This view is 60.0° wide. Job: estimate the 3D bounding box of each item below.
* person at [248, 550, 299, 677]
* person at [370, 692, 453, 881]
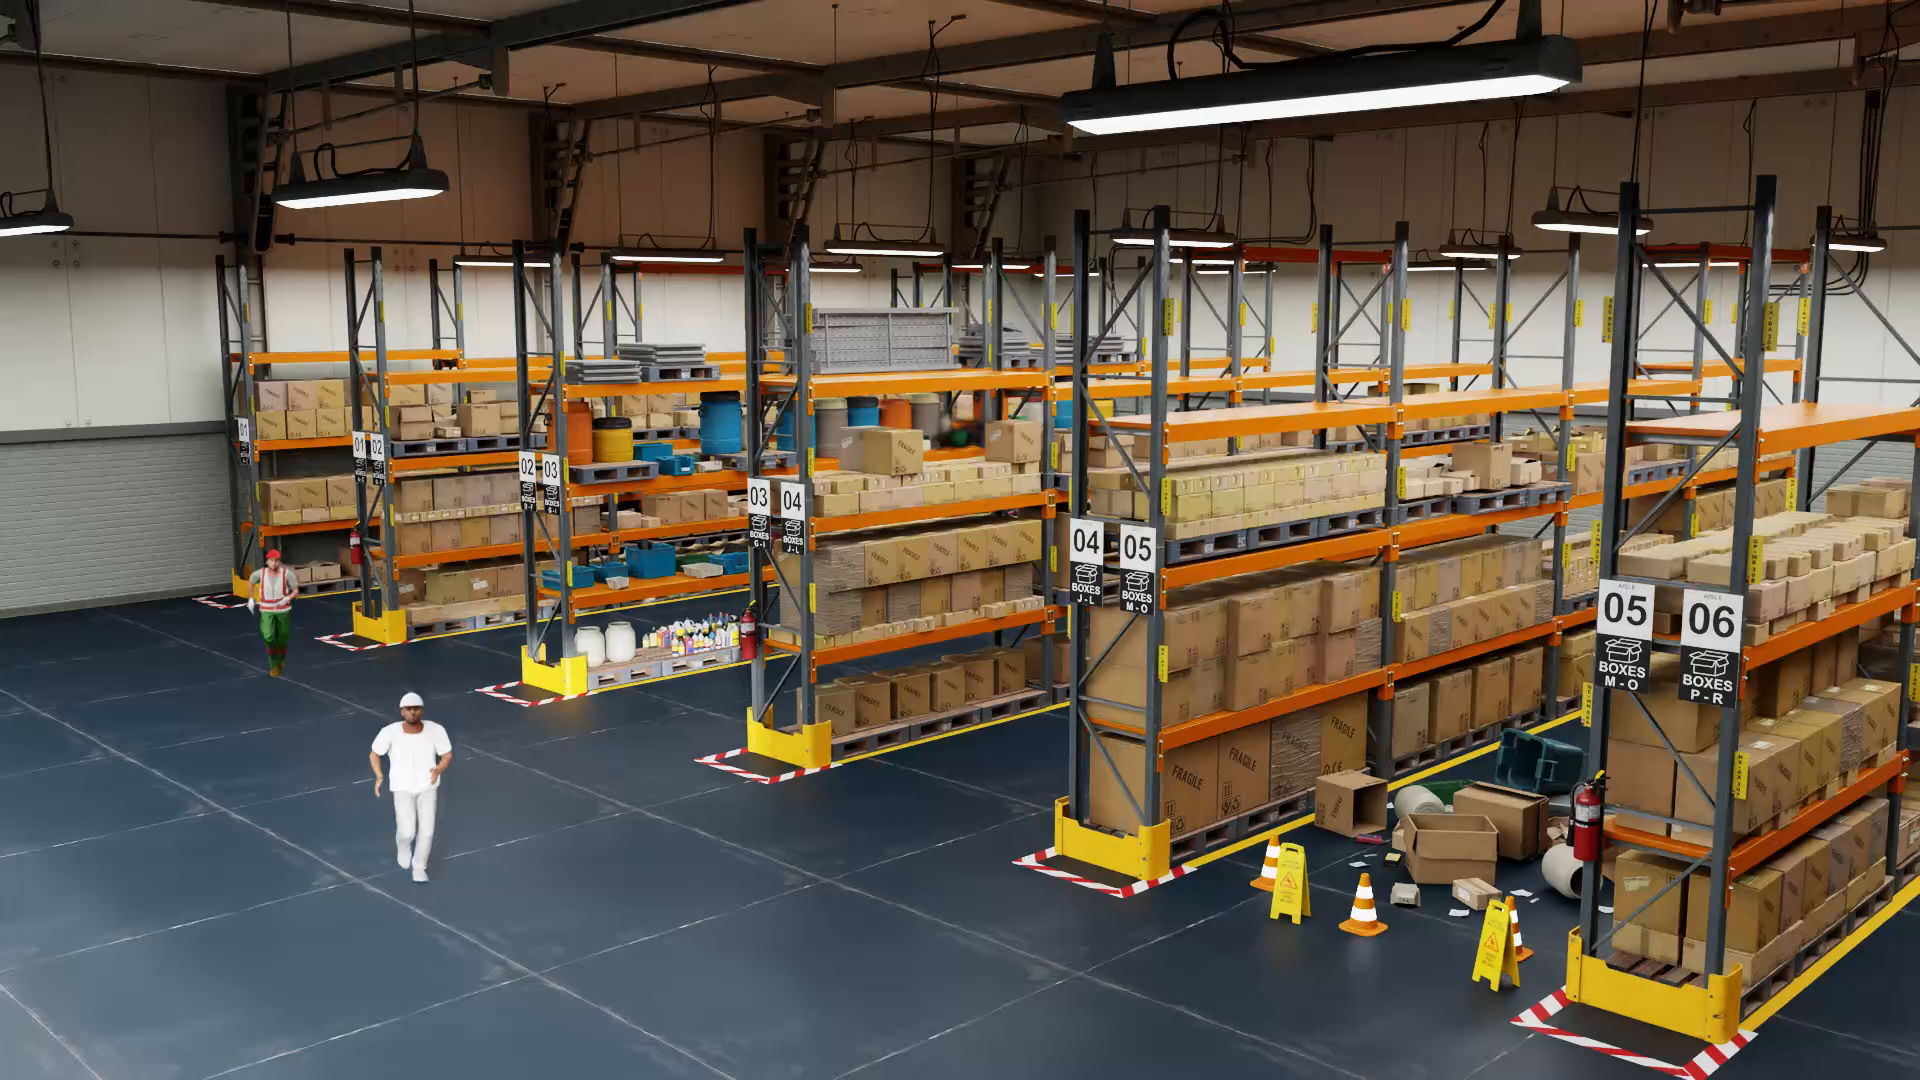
[{"bbox_3d":[-9.568,1.035,23.221,0.662,1.830,0.751,-4,9,-23],"label":"person"},{"bbox_3d":[-4.881,2.219,14.867,0.691,1.718,0.575,-3,9,-23],"label":"person"}]
